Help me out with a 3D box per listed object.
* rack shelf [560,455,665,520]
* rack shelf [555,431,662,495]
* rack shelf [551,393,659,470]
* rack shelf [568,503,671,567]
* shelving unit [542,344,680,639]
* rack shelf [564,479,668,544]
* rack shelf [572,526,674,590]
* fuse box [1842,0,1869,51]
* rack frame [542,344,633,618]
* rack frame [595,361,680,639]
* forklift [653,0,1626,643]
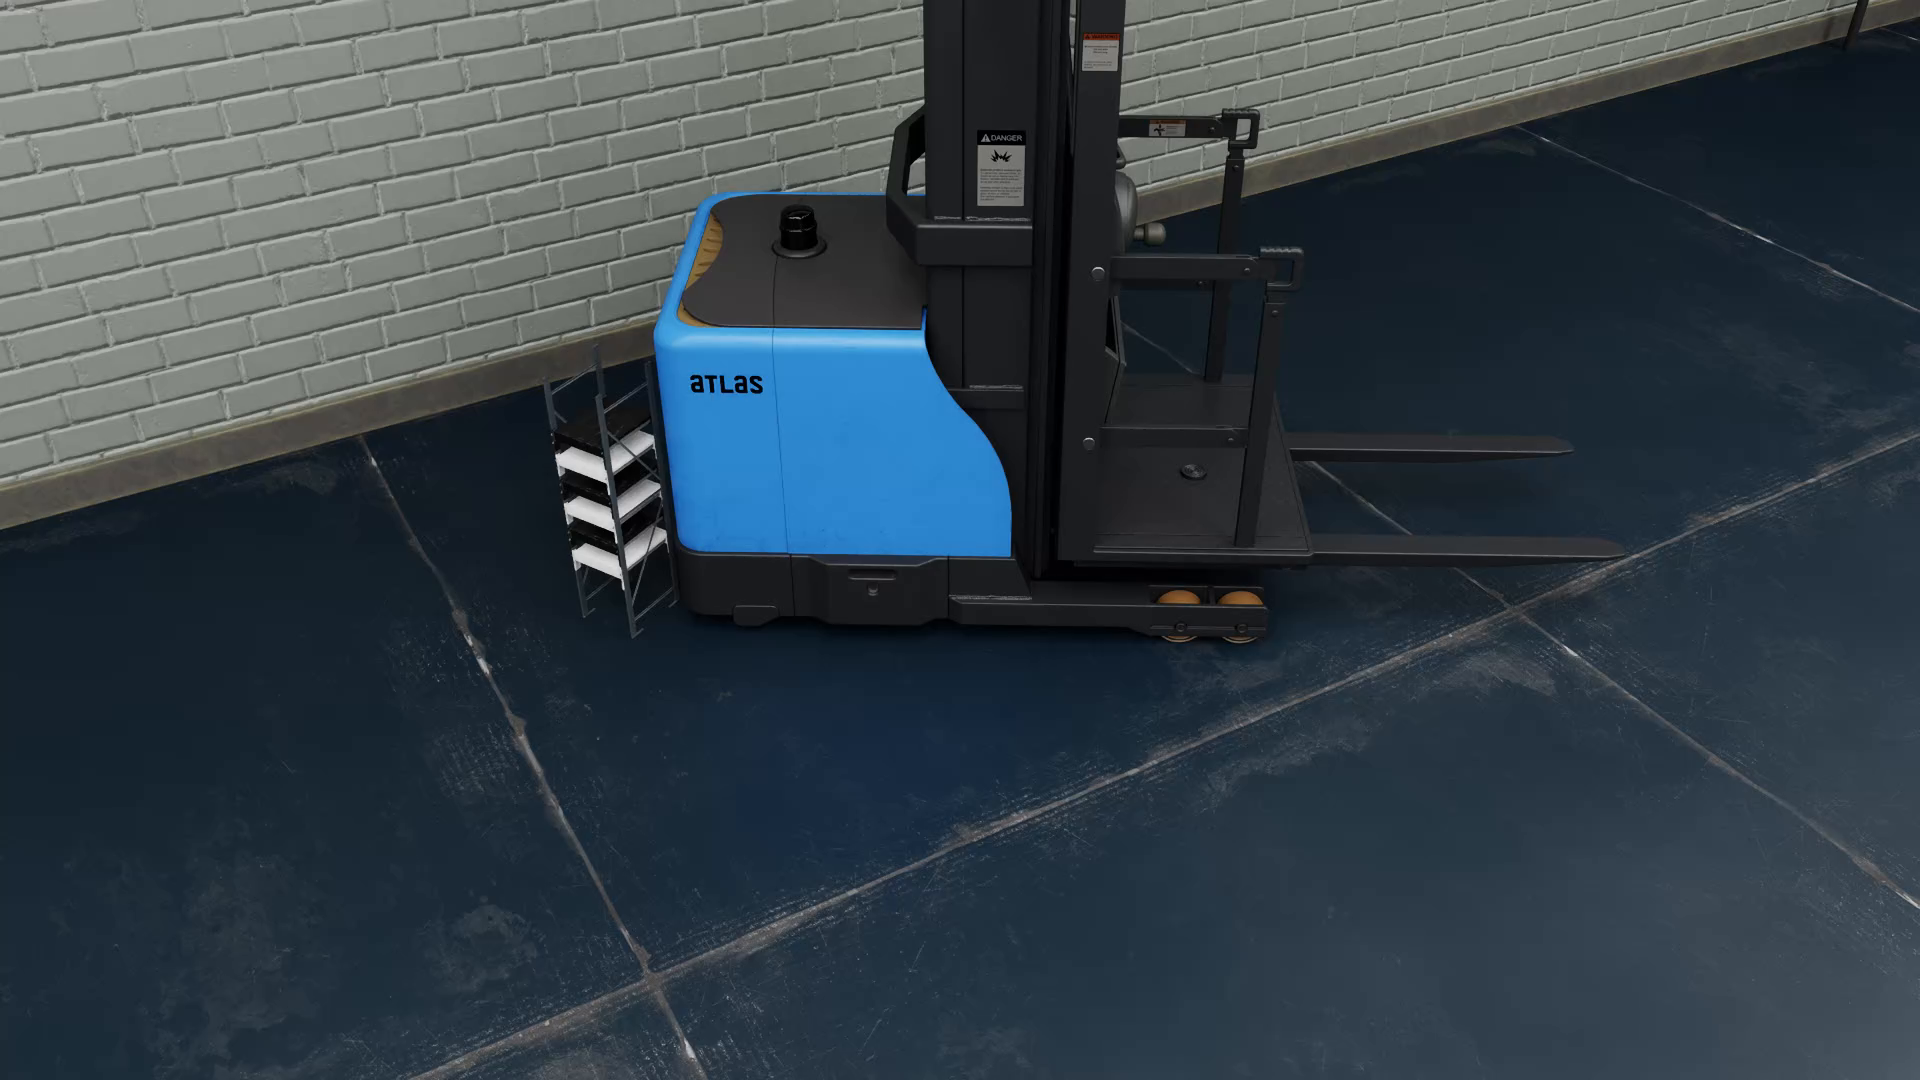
[{"bbox_3d":[-1.073,-0.185,5.144,0.200,0.077,0.258,20,40,25],"label":"rack shelf"},{"bbox_3d":[-1.073,-0.258,5.091,0.200,0.077,0.258,20,40,25],"label":"rack shelf"},{"bbox_3d":[-1.073,-0.330,5.038,0.200,0.077,0.258,20,40,25],"label":"rack shelf"},{"bbox_3d":[-1.073,-0.040,5.251,0.200,0.077,0.258,20,40,25],"label":"rack shelf"},{"bbox_3d":[-1.073,-0.139,5.178,0.210,0.900,0.258,20,40,25],"label":"shelving unit"},{"bbox_3d":[-1.073,-0.112,5.197,0.200,0.077,0.258,20,40,25],"label":"rack shelf"},{"bbox_3d":[-1.073,0.033,5.304,0.200,0.077,0.258,20,40,25],"label":"rack shelf"},{"bbox_3d":[5.184,-3.528,9.129,0.539,1.711,0.414,-19,40,-24],"label":"fuse box"},{"bbox_3d":[-1.160,-0.170,5.220,0.006,0.900,0.240,20,40,25],"label":"rack frame"},{"bbox_3d":[-0.986,-0.108,5.135,0.006,0.900,0.240,20,40,25],"label":"rack frame"},{"bbox_3d":[0.623,-1.174,4.873,3.031,2.935,1.130,1,36,1],"label":"forklift"}]
